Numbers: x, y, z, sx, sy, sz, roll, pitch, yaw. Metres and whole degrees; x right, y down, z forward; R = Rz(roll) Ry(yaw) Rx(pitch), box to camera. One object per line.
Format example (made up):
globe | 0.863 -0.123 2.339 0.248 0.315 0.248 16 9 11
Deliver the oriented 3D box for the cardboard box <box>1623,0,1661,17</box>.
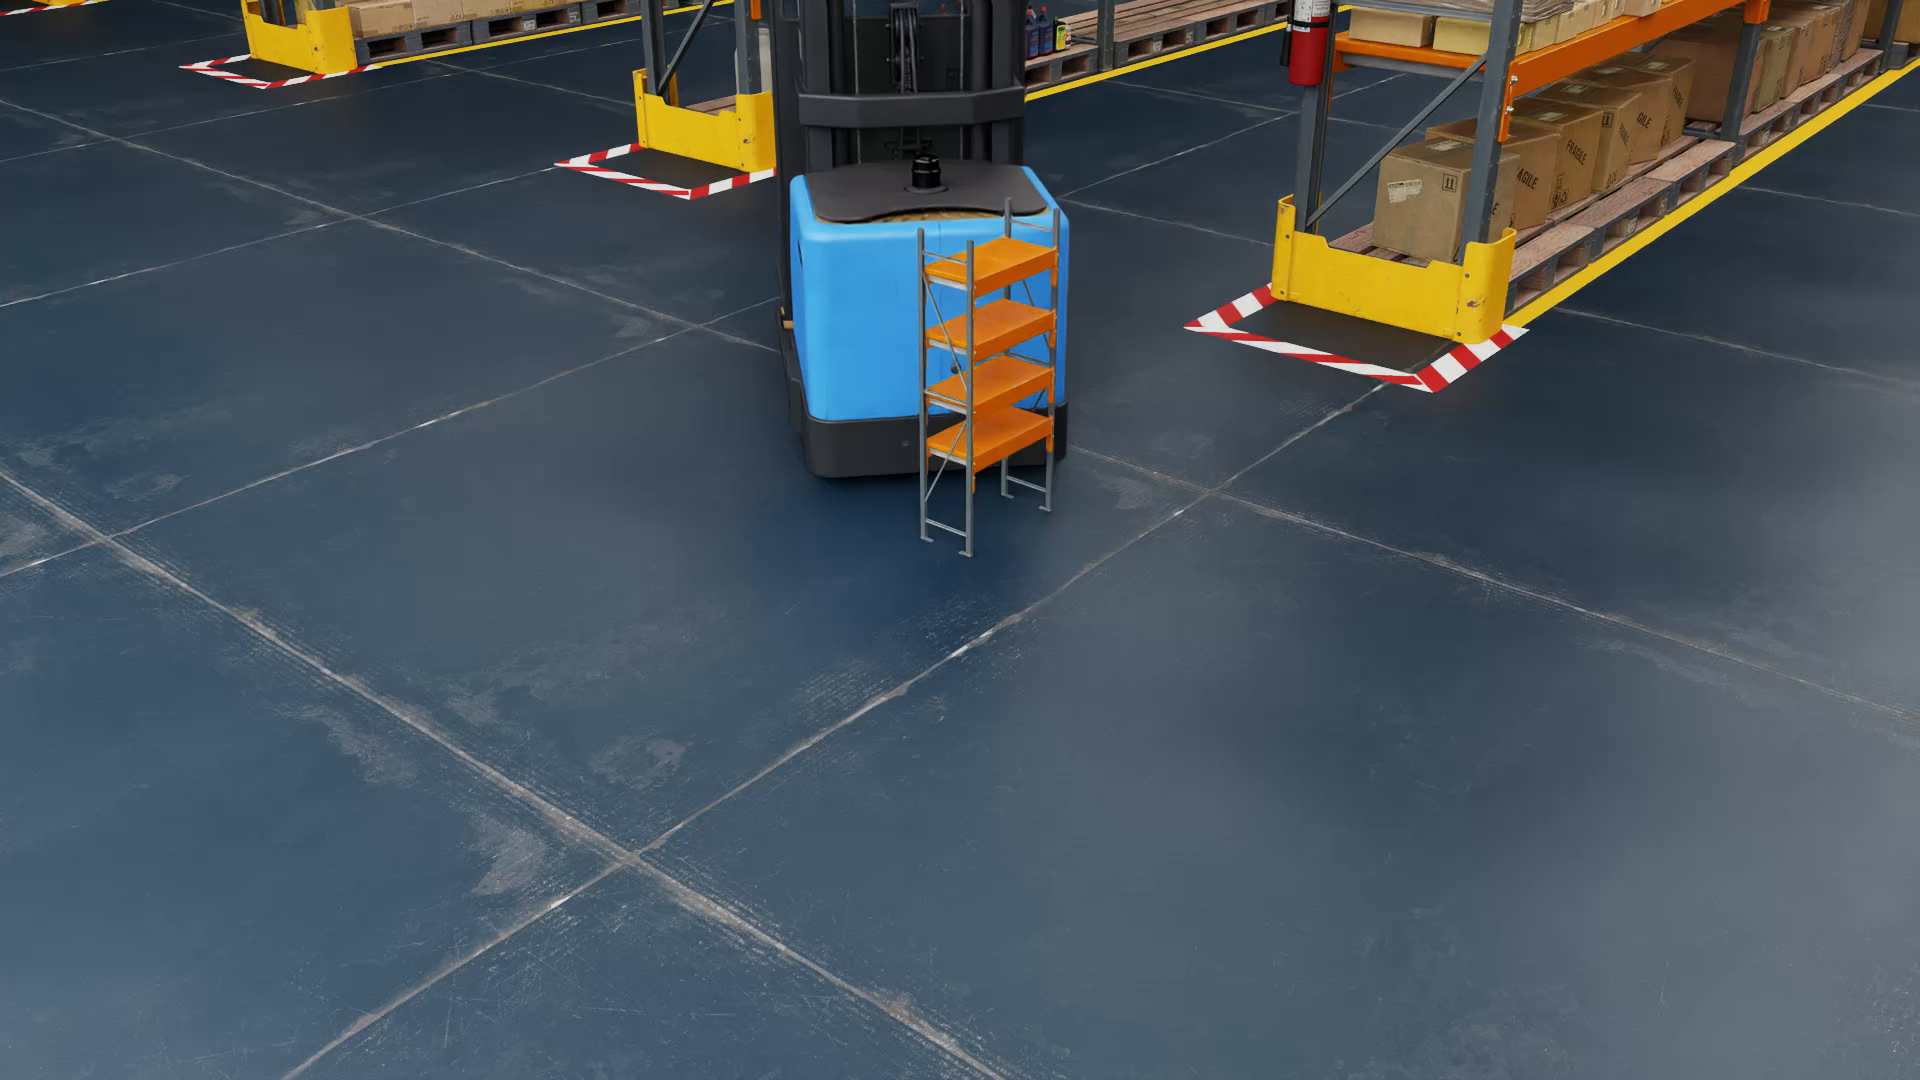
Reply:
cardboard box | 3.510 -2.900 8.864 0.380 0.149 0.250 21 34 34

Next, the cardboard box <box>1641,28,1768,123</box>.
cardboard box | 5.067 -3.191 11.396 0.700 0.500 0.500 18 32 31

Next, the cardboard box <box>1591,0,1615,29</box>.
cardboard box | 3.133 -2.745 8.564 0.380 0.149 0.250 21 34 34

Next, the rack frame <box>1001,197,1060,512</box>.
rack frame | 0.260 -0.678 6.255 0.240 1.200 0.015 21 34 34

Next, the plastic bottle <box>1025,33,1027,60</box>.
plastic bottle | 0.457 -3.880 12.964 0.061 0.283 0.133 23 35 38

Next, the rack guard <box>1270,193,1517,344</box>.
rack guard | 2.164 -1.393 8.399 1.175 0.500 0.348 21 34 34

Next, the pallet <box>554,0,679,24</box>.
pallet | -3.520 -5.283 16.232 1.003 0.211 1.213 21 34 34

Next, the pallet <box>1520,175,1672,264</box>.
pallet | 3.484 -1.973 9.834 1.003 0.211 1.213 21 34 34

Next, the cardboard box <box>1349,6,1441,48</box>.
cardboard box | 2.138 -2.526 8.142 0.380 0.149 0.250 21 34 34

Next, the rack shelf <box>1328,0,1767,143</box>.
rack shelf | 3.388 -2.866 9.308 1.077 0.370 4.000 21 34 34

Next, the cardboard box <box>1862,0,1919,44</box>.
cardboard box | 7.659 -4.794 14.108 1.225 0.875 0.875 19 33 32

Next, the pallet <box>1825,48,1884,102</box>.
pallet | 6.706 -3.798 13.361 1.003 0.211 1.213 21 34 34

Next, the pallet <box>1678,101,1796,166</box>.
pallet | 5.154 -2.932 11.689 1.003 0.211 1.213 21 34 34

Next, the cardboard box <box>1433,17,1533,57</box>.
cardboard box | 2.481 -2.396 7.891 0.380 0.149 0.250 21 34 34

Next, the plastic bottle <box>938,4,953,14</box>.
plastic bottle | -0.116 -4.129 13.371 0.144 0.351 0.185 19 33 32

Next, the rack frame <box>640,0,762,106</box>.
rack frame | -1.706 -3.924 10.570 1.000 3.000 0.127 21 34 34

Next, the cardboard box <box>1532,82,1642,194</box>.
cardboard box | 3.682 -2.392 9.873 0.500 0.500 0.500 17 32 30

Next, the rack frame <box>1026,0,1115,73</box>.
rack frame | 0.838 -5.342 13.312 1.000 3.000 0.127 21 34 34

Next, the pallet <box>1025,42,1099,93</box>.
pallet | 0.379 -3.878 13.516 1.003 0.211 1.213 21 34 34

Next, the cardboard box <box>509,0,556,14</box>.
cardboard box | -4.058 -4.995 15.176 0.500 0.250 0.500 21 34 34

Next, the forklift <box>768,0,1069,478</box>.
forklift | -0.302 -2.201 7.314 1.130 2.935 3.031 -4 28 -8

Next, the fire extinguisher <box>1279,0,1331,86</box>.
fire extinguisher | 1.687 -2.536 7.972 0.296 0.674 0.183 21 34 34

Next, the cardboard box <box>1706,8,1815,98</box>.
cardboard box | 5.741 -3.553 12.096 0.700 0.500 0.500 18 32 30

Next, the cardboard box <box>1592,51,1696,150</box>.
cardboard box | 4.375 -2.841 10.740 0.500 0.500 0.500 20 33 33

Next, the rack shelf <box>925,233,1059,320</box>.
rack shelf | 0.105 -0.941 5.907 0.258 0.148 0.480 21 34 34

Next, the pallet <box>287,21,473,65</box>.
pallet | -5.072 -4.418 14.560 1.003 0.211 1.213 21 34 34

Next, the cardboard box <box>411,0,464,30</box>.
cardboard box | -4.698 -4.642 14.493 0.500 0.250 0.500 21 34 34

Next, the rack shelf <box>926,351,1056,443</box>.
rack shelf | 0.105 -0.532 6.119 0.258 0.148 0.480 21 34 34

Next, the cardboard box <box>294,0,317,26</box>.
cardboard box | -5.413 -4.615 14.441 0.500 0.250 0.500 21 34 34

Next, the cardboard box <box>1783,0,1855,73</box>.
cardboard box | 6.451 -3.954 12.871 0.700 0.500 0.500 18 32 30

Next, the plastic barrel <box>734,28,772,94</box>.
plastic barrel | -1.347 -3.261 11.540 0.421 0.512 0.421 0 27 0

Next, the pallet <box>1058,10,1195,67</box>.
pallet | 1.308 -4.393 14.513 1.003 0.211 1.213 21 34 34

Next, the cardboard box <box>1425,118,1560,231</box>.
cardboard box | 2.880 -1.991 9.098 0.500 0.500 0.500 -18 32 -31

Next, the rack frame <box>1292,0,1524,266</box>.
rack frame | 2.116 -2.476 7.772 1.000 3.000 0.127 21 34 34

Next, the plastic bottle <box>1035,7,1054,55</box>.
plastic bottle | 0.651 -4.048 13.215 0.144 0.351 0.185 20 33 33

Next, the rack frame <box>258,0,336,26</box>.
rack frame | -5.526 -5.373 13.371 1.000 3.000 0.127 21 34 34

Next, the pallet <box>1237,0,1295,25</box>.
pallet | 2.860 -5.258 16.185 1.003 0.211 1.213 21 34 34

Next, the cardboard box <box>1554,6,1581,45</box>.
cardboard box | 2.825 -2.563 8.214 0.380 0.149 0.250 21 34 34

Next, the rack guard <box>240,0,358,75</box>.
rack guard | -5.541 -4.254 13.929 1.175 0.500 0.348 21 34 34

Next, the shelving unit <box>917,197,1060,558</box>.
shelving unit | 0.105 -0.592 6.088 0.258 1.200 0.503 21 34 34

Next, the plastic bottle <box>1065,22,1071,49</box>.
plastic bottle | 0.848 -4.075 13.429 0.097 0.201 0.097 0 27 0
